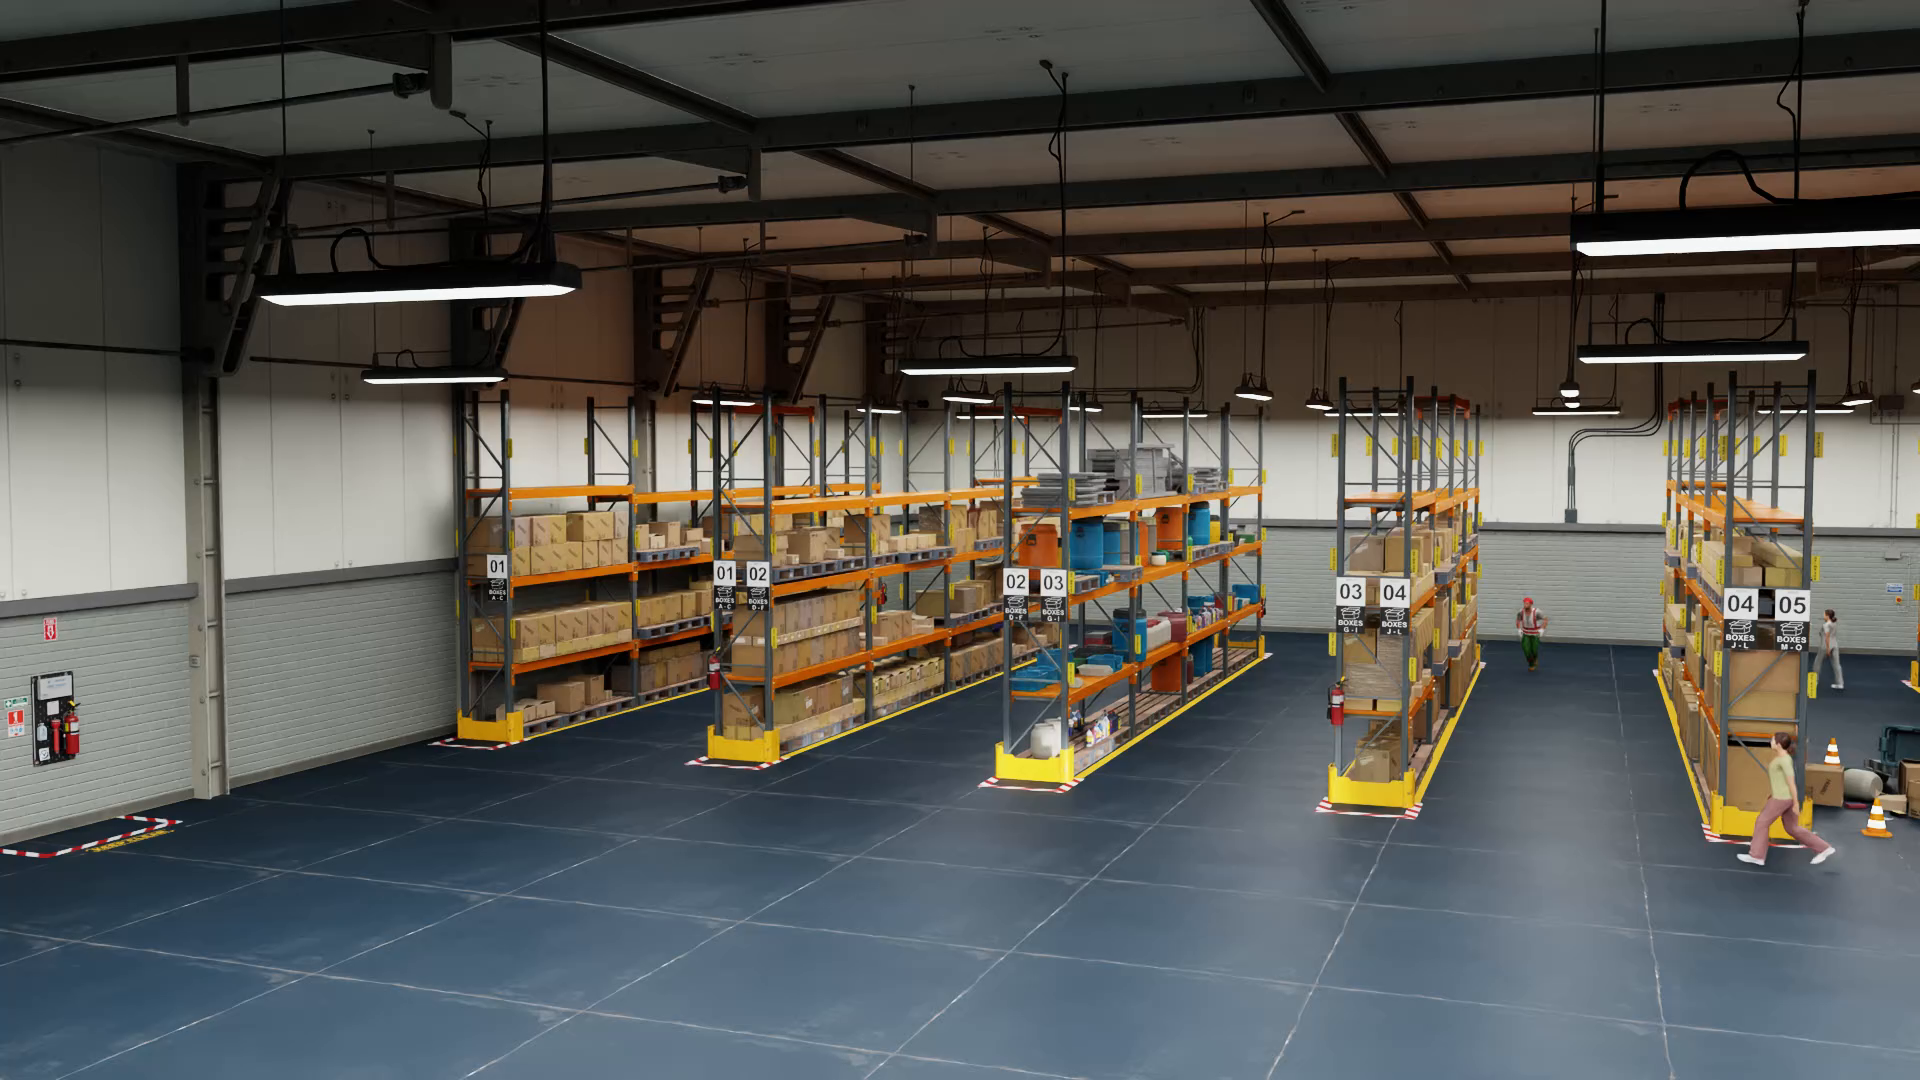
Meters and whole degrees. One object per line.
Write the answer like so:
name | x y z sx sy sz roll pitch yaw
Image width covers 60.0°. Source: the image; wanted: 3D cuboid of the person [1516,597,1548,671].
person | 12.830 2.112 37.312 0.696 1.685 0.635 2 4 29

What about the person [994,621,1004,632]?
person | 0.966 1.824 42.899 0.436 1.656 0.526 0 3 4

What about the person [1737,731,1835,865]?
person | 9.881 3.096 19.862 1.048 1.611 0.502 2 4 27

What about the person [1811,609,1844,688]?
person | 18.132 2.252 34.767 0.411 1.612 0.961 -1 3 -12
